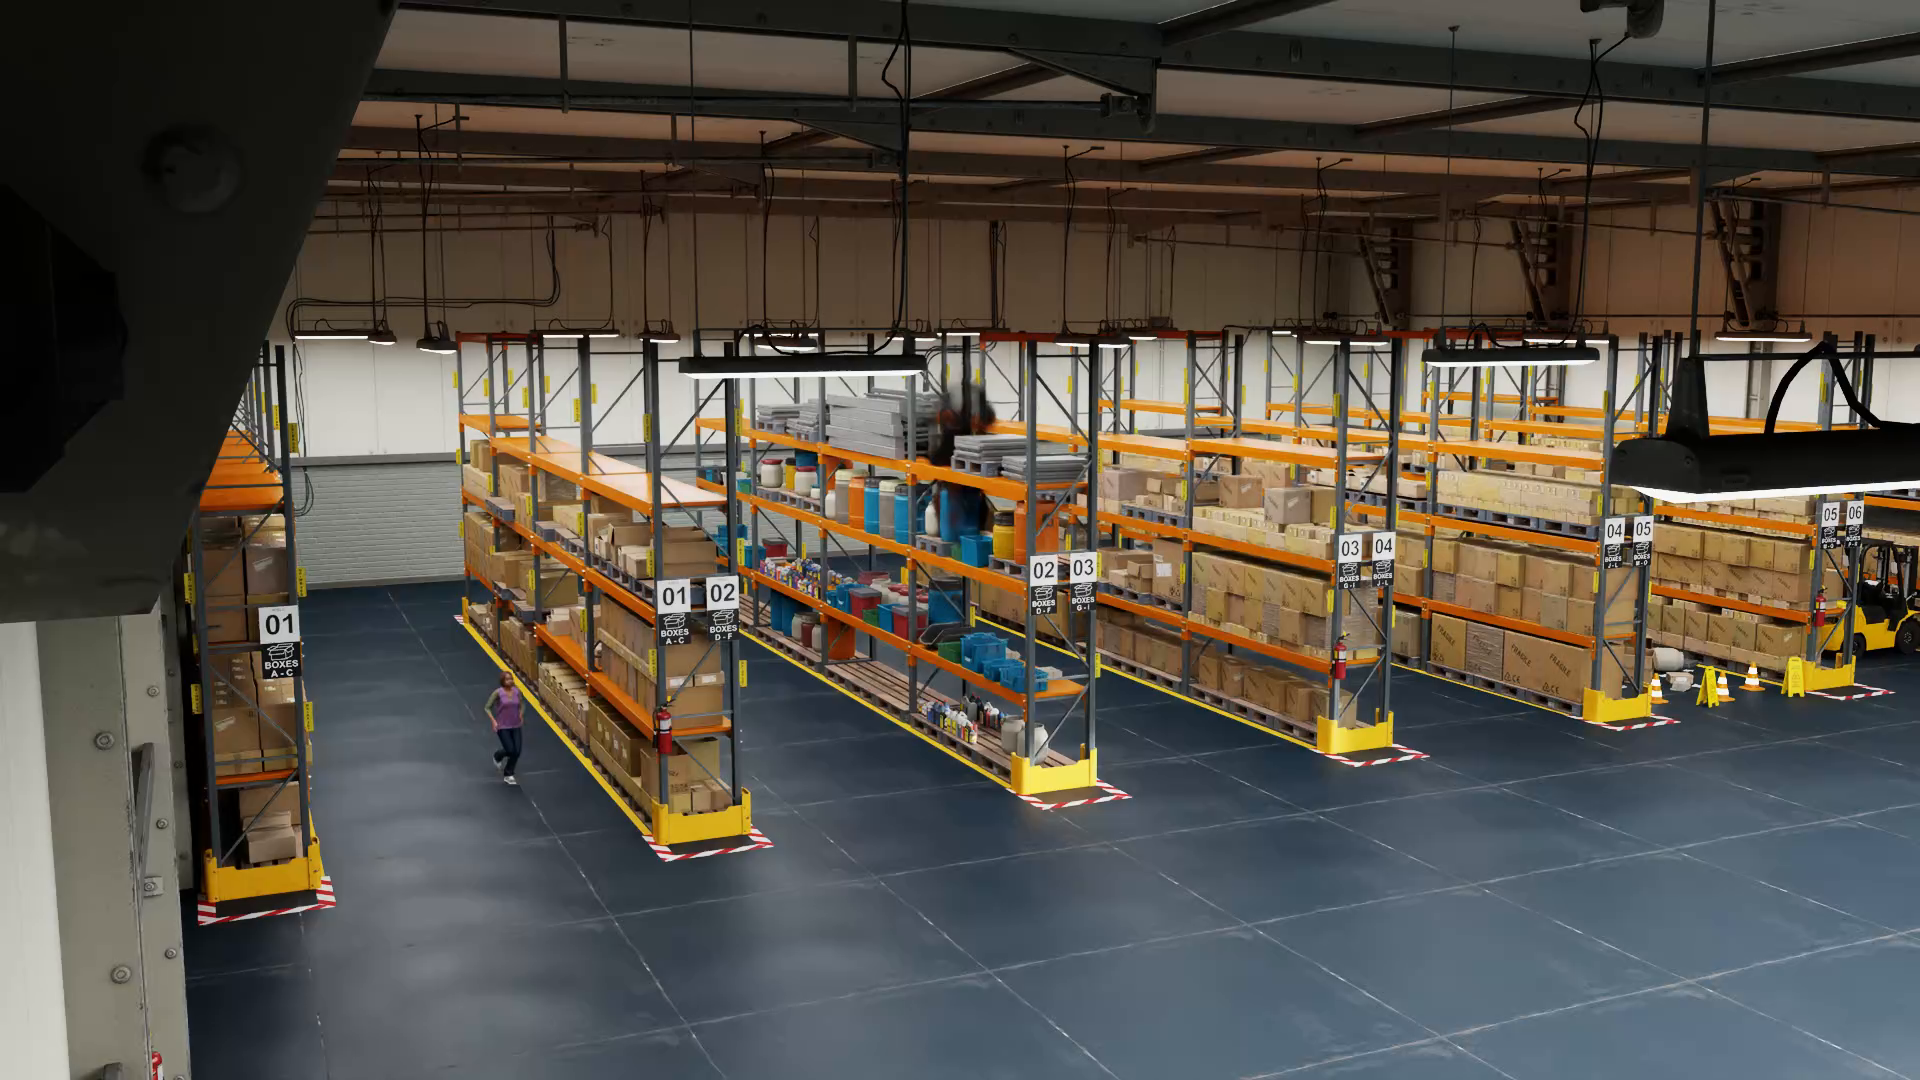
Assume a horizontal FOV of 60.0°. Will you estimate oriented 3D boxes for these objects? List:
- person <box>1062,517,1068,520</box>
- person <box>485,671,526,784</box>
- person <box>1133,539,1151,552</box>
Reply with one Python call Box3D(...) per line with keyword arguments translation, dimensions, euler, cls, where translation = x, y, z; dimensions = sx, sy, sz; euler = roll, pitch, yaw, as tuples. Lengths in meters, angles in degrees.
Box3D(translation=(2.339, 0.230, 39.528), dimensions=(0.673, 1.594, 0.768), euler=(-2, 8, -17), cls="person")
Box3D(translation=(-6.119, 2.541, 22.535), dimensions=(0.536, 1.555, 0.541), euler=(-6, 10, -39), cls="person")
Box3D(translation=(4.571, -0.146, 41.719), dimensions=(0.622, 1.739, 0.789), euler=(6, 10, 37), cls="person")
